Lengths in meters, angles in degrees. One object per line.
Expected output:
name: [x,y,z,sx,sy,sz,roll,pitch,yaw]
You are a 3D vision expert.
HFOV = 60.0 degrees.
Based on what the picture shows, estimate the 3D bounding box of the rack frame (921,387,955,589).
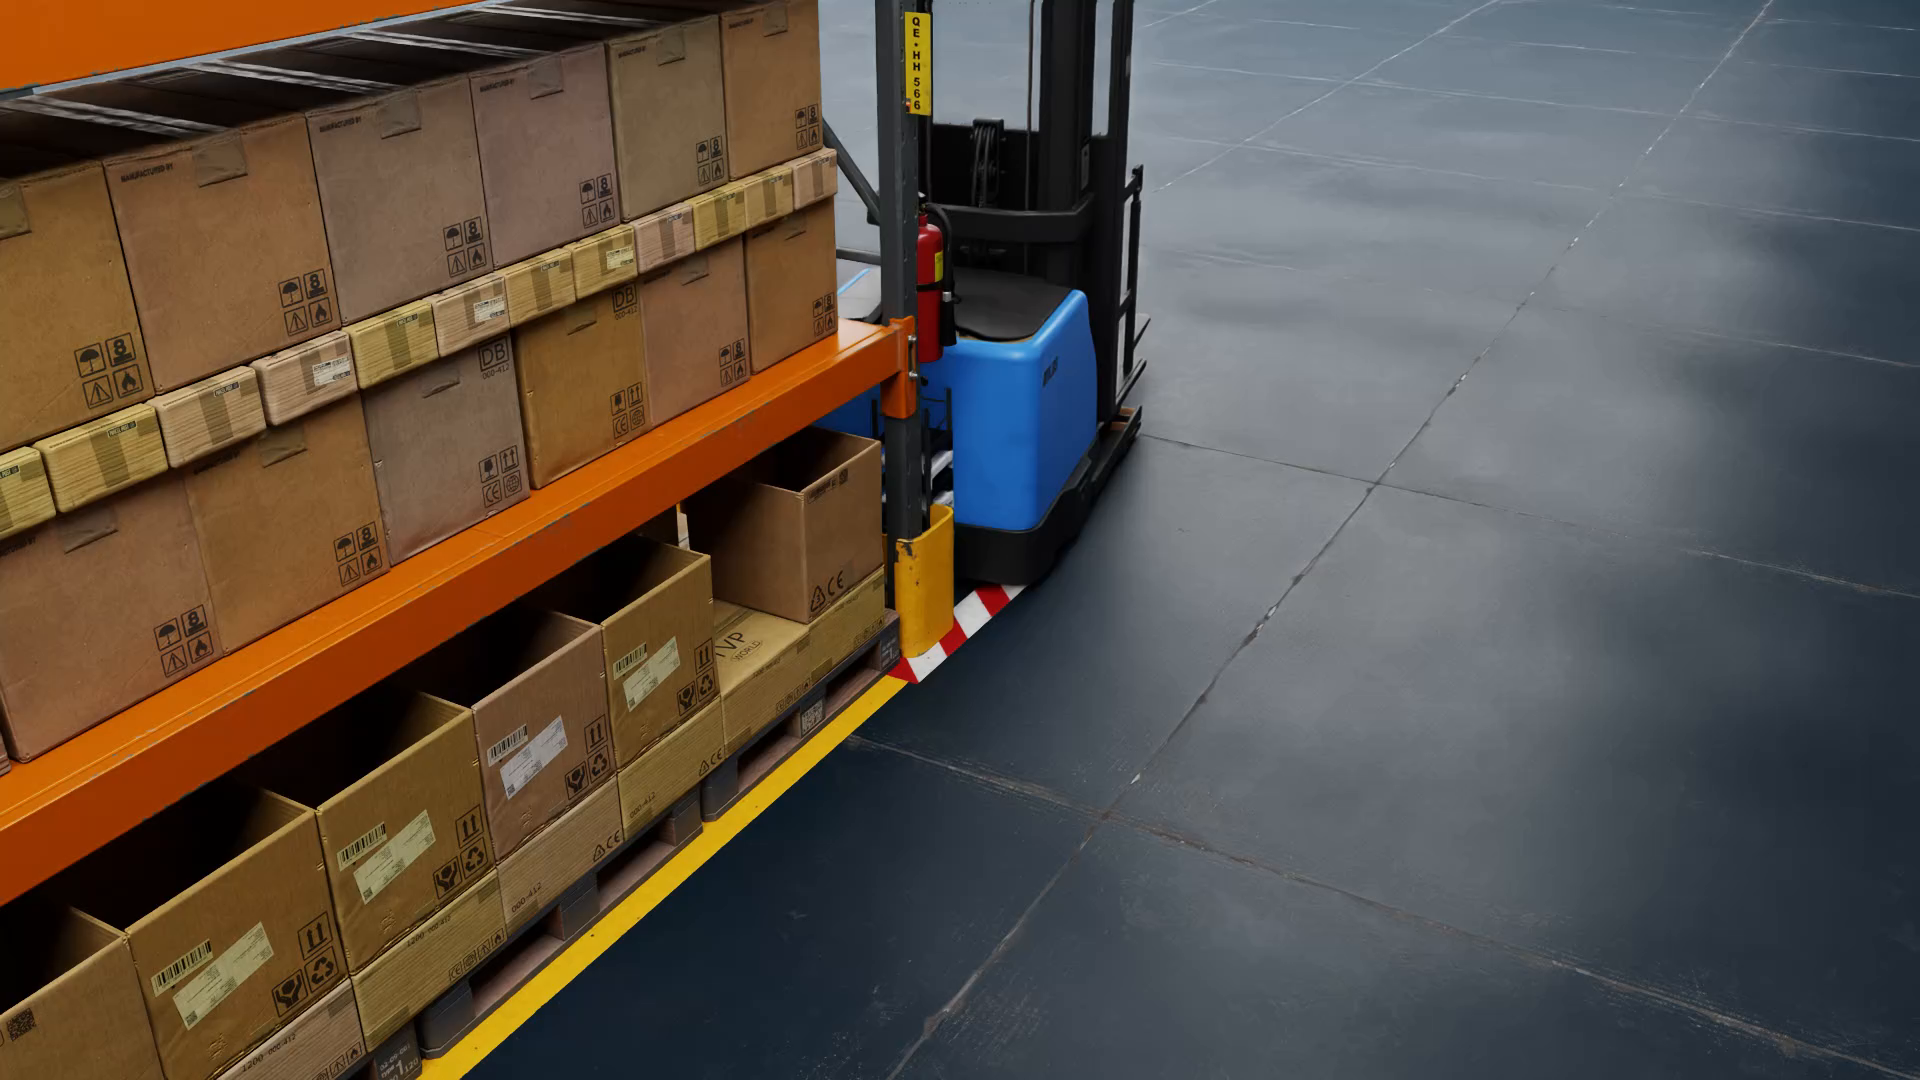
rack frame: [-0.137,-0.215,6.659,0.240,0.900,0.006,12,32,21]

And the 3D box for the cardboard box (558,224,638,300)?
cardboard box: [-1.136,-0.808,4.676,0.380,0.149,0.250,15,30,28]

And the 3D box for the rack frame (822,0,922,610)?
rack frame: [-0.606,-1.066,6.028,1.000,3.000,0.127,14,30,26]

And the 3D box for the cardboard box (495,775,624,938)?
cardboard box: [-1.340,0.837,4.829,0.500,0.250,0.500,14,30,26]

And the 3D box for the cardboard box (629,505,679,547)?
cardboard box: [-1.308,-0.004,5.672,0.500,0.500,0.500,14,30,26]

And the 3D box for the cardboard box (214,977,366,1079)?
cardboard box: [-1.832,1.227,4.050,0.500,0.250,0.500,14,30,26]

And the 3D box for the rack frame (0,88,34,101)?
rack frame: [-4.917,-2.158,8.210,1.000,3.000,0.127,14,30,26]

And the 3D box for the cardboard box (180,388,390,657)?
cardboard box: [-1.857,-0.128,4.042,0.700,0.500,0.500,15,30,27]

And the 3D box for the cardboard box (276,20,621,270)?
cardboard box: [-1.375,-1.088,4.512,0.700,0.500,0.500,14,30,26]

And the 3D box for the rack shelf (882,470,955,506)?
rack shelf: [-0.180,-0.218,6.550,0.258,0.077,0.200,12,32,21]

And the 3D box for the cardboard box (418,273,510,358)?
cardboard box: [-1.390,-0.605,4.271,0.380,0.149,0.250,14,30,25]

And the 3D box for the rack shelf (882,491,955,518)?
rack shelf: [-0.178,-0.139,6.595,0.258,0.077,0.200,12,32,21]

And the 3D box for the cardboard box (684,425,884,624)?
cardboard box: [-0.611,-0.085,5.833,0.500,0.500,0.500,14,30,26]

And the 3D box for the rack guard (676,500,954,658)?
rack guard: [-0.595,0.043,6.606,1.175,0.500,0.348,14,30,26]

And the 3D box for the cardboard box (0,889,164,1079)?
cardboard box: [-2.073,1.088,3.491,0.500,0.500,0.500,14,30,26]

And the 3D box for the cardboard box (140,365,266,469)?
cardboard box: [-1.772,-0.302,3.666,0.380,0.149,0.250,13,29,24]

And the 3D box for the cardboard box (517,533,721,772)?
cardboard box: [-1.090,0.308,5.048,0.500,0.500,0.500,14,30,26]

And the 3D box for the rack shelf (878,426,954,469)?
rack shelf: [-0.182,-0.375,6.462,0.258,0.077,0.200,12,32,21]

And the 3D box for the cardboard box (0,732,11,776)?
cardboard box: [-2.361,0.274,3.240,0.700,0.500,0.500,13,30,25]

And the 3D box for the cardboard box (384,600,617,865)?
cardboard box: [-1.337,0.503,4.660,0.500,0.500,0.500,14,30,26]

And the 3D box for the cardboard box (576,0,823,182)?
cardboard box: [-0.873,-1.491,5.316,0.700,0.500,0.500,14,30,26]

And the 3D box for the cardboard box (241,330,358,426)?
cardboard box: [-1.643,-0.407,3.875,0.380,0.149,0.250,13,30,25]

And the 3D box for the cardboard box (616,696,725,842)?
cardboard box: [-1.093,0.643,5.217,0.500,0.250,0.500,14,30,26]

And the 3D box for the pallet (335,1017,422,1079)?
pallet: [-2.146,1.439,4.139,1.003,0.211,1.213,14,30,26]

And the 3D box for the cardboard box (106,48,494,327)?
cardboard box: [-1.621,-0.893,4.122,0.700,0.500,0.500,14,30,26]

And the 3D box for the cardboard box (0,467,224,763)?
cardboard box: [-2.108,0.067,3.653,0.700,0.500,0.500,14,30,26]

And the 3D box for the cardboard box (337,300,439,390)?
cardboard box: [-1.514,-0.508,4.078,0.380,0.149,0.250,14,30,26]

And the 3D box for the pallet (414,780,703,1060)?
pallet: [-1.547,0.962,5.092,1.003,0.211,1.213,14,30,26]

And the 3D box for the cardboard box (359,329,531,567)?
cardboard box: [-1.606,-0.327,4.441,0.700,0.500,0.500,15,30,28]

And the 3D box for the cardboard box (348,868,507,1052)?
cardboard box: [-1.581,1.033,4.437,0.500,0.250,0.500,14,30,26]

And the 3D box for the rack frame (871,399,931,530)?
rack frame: [-0.220,-0.122,6.498,0.240,0.900,0.006,12,32,21]

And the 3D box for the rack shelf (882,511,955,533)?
rack shelf: [-0.177,-0.061,6.639,0.258,0.077,0.200,12,32,21]

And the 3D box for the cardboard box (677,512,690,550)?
cardboard box: [-1.064,0.136,6.230,0.500,0.250,0.500,14,30,26]

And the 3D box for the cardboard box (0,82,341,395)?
cardboard box: [-1.867,-0.698,3.733,0.700,0.500,0.500,14,30,26]

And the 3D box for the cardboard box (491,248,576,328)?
cardboard box: [-1.264,-0.705,4.470,0.380,0.149,0.250,15,30,27]

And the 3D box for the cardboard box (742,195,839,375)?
cardboard box: [-0.847,-0.931,5.648,0.700,0.500,0.500,14,30,26]

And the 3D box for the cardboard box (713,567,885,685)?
cardboard box: [-0.613,0.250,6.002,0.500,0.250,0.500,14,30,26]

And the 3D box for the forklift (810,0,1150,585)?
forklift: [0.266,-1.768,7.507,1.130,2.935,3.031,8,28,16]

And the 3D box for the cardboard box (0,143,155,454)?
cardboard box: [-2.114,-0.503,3.343,0.700,0.500,0.500,14,30,26]

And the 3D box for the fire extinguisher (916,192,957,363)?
fire extinguisher: [-0.144,-0.975,5.933,0.296,0.674,0.183,14,30,26]

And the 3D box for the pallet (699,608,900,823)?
pallet: [-0.946,0.488,6.038,1.003,0.211,1.213,14,30,26]

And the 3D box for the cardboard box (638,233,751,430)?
cardboard box: [-1.101,-0.726,5.237,0.700,0.500,0.500,15,30,27]

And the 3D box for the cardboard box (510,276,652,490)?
cardboard box: [-1.351,-0.533,4.853,0.700,0.500,0.500,14,30,26]

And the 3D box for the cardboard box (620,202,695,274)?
cardboard box: [-1.007,-0.910,4.881,0.380,0.149,0.250,15,30,27]

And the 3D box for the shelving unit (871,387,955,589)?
shelving unit: [-0.179,-0.168,6.578,0.258,0.900,0.210,12,32,21]

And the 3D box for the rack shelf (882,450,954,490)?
rack shelf: [-0.181,-0.296,6.506,0.258,0.077,0.200,12,32,21]

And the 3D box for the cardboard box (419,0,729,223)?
cardboard box: [-1.127,-1.285,4.904,0.700,0.500,0.500,13,30,25]

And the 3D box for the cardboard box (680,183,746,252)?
cardboard box: [-0.882,-1.008,5.076,0.380,0.149,0.250,14,30,25]

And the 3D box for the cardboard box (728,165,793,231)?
cardboard box: [-0.756,-1.107,5.275,0.380,0.149,0.250,15,30,27]

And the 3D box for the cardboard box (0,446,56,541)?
cardboard box: [-2.024,-0.103,3.268,0.380,0.149,0.250,13,30,25]

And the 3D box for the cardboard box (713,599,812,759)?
cardboard box: [-0.849,0.448,5.607,0.500,0.250,0.500,14,30,26]

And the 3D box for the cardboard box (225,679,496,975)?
cardboard box: [-1.582,0.698,4.269,0.500,0.500,0.500,14,30,26]

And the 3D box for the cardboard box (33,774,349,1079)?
cardboard box: [-1.834,0.891,3.884,0.500,0.500,0.500,14,30,26]

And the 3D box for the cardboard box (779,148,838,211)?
cardboard box: [-0.628,-1.210,5.479,0.380,0.149,0.250,14,30,25]

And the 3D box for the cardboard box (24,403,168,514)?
cardboard box: [-1.897,-0.205,3.472,0.380,0.149,0.250,14,30,26]

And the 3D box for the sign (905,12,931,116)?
sign: [-0.141,-1.565,5.466,0.100,0.325,0.005,14,30,26]

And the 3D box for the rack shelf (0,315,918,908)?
rack shelf: [-1.590,0.035,4.632,1.077,0.370,4.000,14,30,26]
